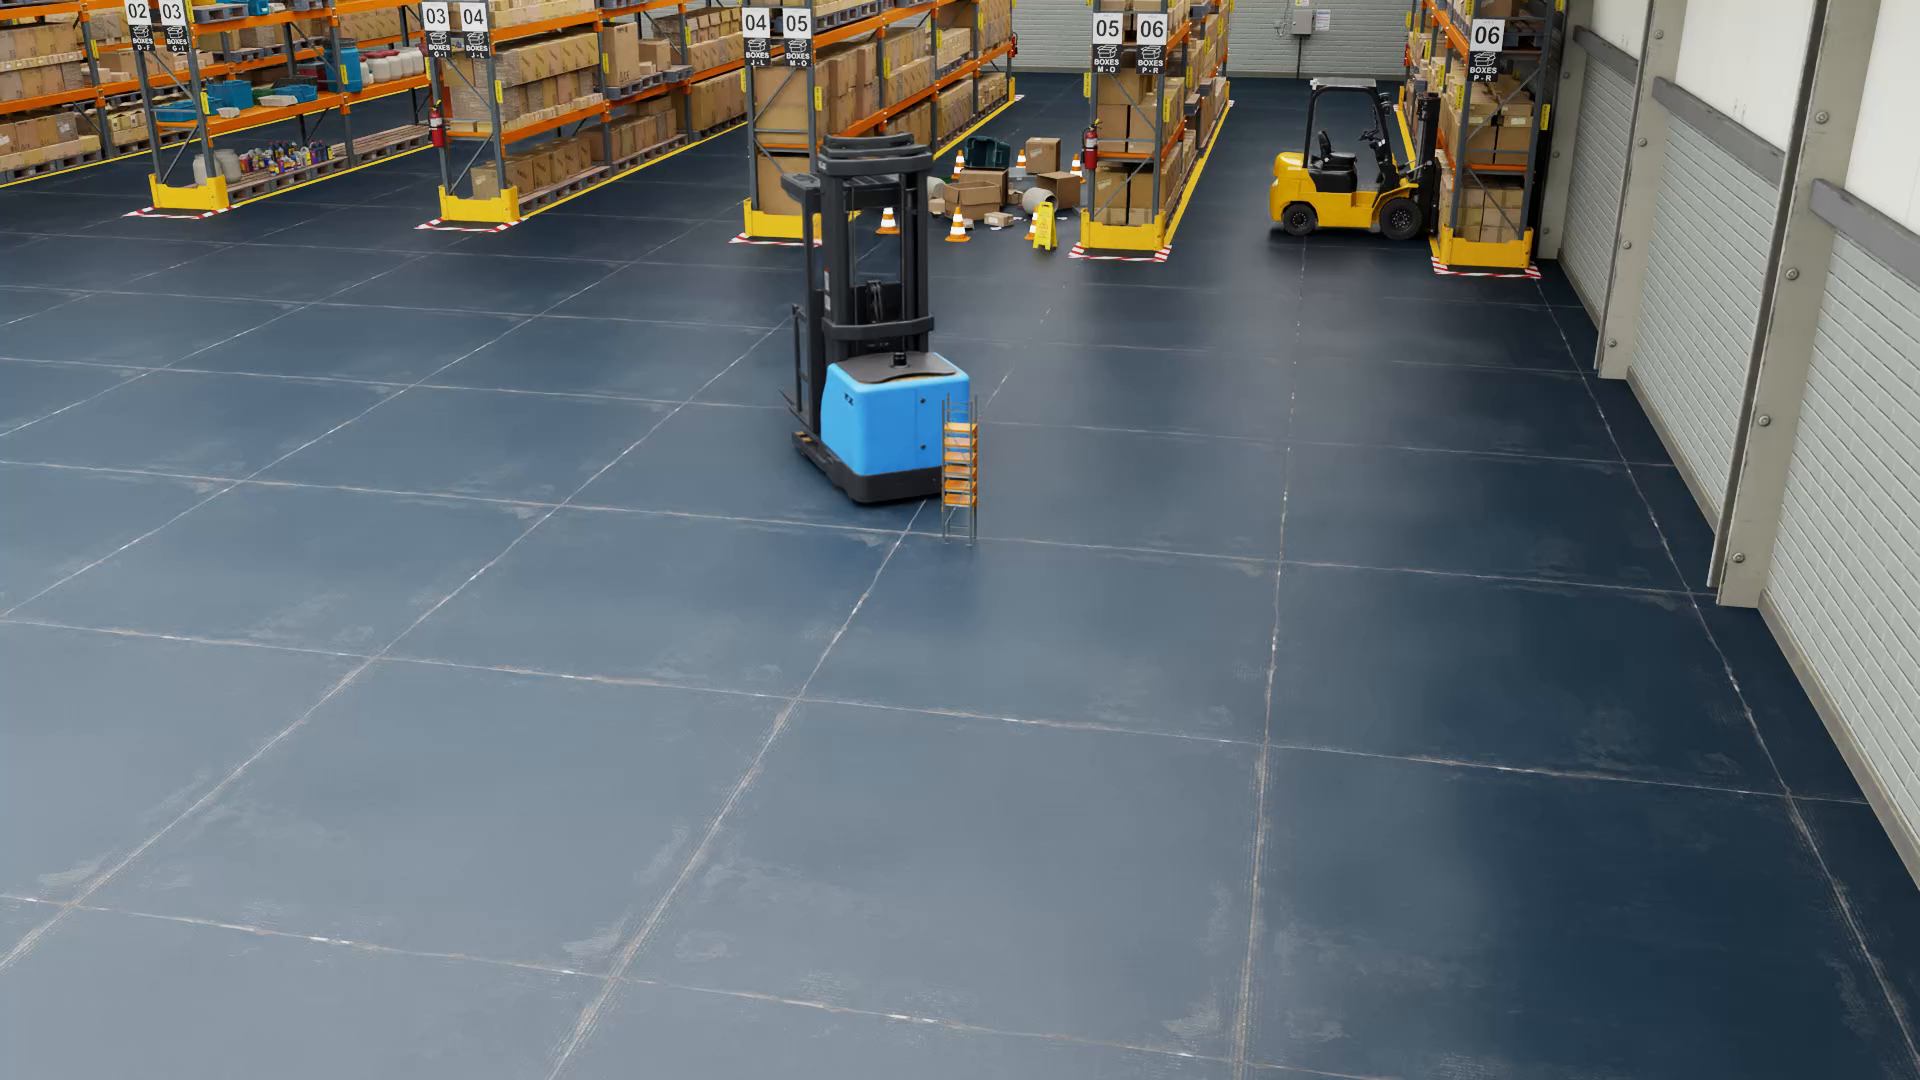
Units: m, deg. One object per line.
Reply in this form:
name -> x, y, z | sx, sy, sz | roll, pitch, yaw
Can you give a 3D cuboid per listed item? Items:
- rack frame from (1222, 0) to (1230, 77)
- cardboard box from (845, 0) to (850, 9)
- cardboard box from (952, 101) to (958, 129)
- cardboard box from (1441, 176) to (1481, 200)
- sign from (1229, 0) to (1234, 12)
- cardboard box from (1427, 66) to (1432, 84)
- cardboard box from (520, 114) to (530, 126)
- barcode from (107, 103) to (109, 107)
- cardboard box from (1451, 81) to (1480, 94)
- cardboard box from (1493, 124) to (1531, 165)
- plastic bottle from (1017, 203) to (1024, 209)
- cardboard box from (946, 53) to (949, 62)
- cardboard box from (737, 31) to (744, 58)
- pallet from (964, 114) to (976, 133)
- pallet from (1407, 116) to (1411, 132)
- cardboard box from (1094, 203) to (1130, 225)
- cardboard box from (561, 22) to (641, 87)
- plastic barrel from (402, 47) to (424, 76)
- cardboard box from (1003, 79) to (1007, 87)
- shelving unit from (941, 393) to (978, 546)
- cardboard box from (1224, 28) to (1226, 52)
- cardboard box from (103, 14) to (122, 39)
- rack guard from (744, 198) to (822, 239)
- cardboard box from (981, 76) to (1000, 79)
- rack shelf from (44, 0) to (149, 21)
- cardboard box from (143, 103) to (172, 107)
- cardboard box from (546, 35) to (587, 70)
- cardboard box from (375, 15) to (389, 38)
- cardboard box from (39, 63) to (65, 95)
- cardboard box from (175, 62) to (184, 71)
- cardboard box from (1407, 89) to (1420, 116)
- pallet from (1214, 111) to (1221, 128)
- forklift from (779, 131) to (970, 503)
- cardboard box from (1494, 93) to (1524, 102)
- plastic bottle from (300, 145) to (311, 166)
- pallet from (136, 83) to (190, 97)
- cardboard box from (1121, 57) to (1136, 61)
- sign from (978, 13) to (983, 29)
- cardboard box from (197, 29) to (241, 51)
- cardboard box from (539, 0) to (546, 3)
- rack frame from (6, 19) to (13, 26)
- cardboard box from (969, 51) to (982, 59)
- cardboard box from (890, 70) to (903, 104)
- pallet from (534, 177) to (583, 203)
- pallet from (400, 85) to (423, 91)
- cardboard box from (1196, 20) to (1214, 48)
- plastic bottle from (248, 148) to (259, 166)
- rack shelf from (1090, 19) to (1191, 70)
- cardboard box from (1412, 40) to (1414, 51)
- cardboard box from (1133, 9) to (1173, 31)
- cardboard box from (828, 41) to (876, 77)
rack frame -> 5.567, -11.408, 37.664 | 1.000, 3.000, 0.127 | 4, 22, 11
cardboard box -> -1.872, -8.068, 24.997 | 0.380, 0.149, 0.250 | 5, 22, 11
cardboard box -> -0.339, -8.469, 33.151 | 0.500, 0.500, 0.500 | 4, 22, 10
cardboard box -> 7.049, -4.942, 23.389 | 0.500, 0.250, 0.500 | 5, 22, 12
sign -> 6.095, -12.008, 37.288 | 0.100, 0.325, 0.005 | 4, 22, 11
cardboard box -> 8.440, -8.126, 29.046 | 0.500, 0.250, 0.500 | 4, 22, 11
cardboard box -> -6.942, -6.555, 25.950 | 0.380, 0.149, 0.250 | 4, 22, 11
barcode -> -15.821, -8.083, 30.879 | 0.001, 0.075, 0.075 | 4, 22, 11
cardboard box -> 7.435, -6.654, 24.459 | 0.380, 0.149, 0.250 | 4, 22, 10
cardboard box -> 7.535, -5.386, 22.577 | 0.500, 0.500, 0.500 | 5, 23, 13
plastic bottle -> 1.019, -5.327, 26.499 | 0.133, 0.061, 0.283 | 8, 23, 20
cardboard box -> -0.428, -9.442, 32.557 | 0.380, 0.149, 0.250 | 5, 23, 13
cardboard box -> -4.779, -10.555, 35.412 | 0.500, 0.500, 0.500 | 5, 22, 11
pallet -> -0.273, -8.707, 34.690 | 1.003, 0.211, 1.213 | 4, 22, 11
pallet -> 9.752, -8.525, 34.240 | 1.003, 0.211, 1.213 | 4, 22, 11
cardboard box -> 2.208, -4.801, 24.377 | 0.500, 0.250, 0.500 | 4, 22, 11
cardboard box -> -6.284, -8.528, 29.147 | 1.000, 1.000, 1.000 | 5, 22, 11
plastic barrel -> -10.617, -9.274, 32.217 | 0.421, 0.512, 0.421 | 0, 22, 0
cardboard box -> 0.872, -10.544, 38.374 | 0.380, 0.149, 0.250 | 4, 22, 9
shelving unit -> -0.003, -0.551, 13.116 | 0.258, 1.200, 0.189 | 4, 22, 11
cardboard box -> 5.515, -10.886, 36.235 | 0.500, 0.500, 0.500 | 5, 22, 12
cardboard box -> -19.440, -11.651, 37.710 | 0.500, 0.500, 0.500 | 5, 22, 11
rack guard -> -2.570, -4.728, 24.425 | 1.175, 0.500, 0.348 | 4, 22, 11
cardboard box -> 0.689, -10.402, 37.624 | 0.380, 0.149, 0.250 | 4, 22, 9
rack shelf -> -15.872, -10.320, 31.911 | 1.077, 0.370, 4.000 | 4, 22, 11
cardboard box -> -15.640, -8.405, 32.576 | 0.500, 0.311, 0.500 | 5, 22, 12
cardboard box -> -6.507, -8.054, 27.467 | 0.500, 0.500, 0.500 | 4, 22, 11
cardboard box -> -13.969, -12.225, 39.560 | 0.500, 0.500, 0.500 | 4, 22, 10
cardboard box -> -16.466, -8.221, 29.618 | 0.700, 0.500, 0.500 | 4, 22, 10
cardboard box -> -15.669, -9.407, 33.032 | 0.380, 0.149, 0.250 | 6, 23, 15
cardboard box -> 9.785, -9.160, 34.867 | 0.700, 0.500, 0.500 | 4, 22, 9
pallet -> 4.982, -8.924, 35.228 | 1.003, 0.211, 1.213 | 4, 22, 11
forklift -> -0.922, -2.190, 14.867 | 1.130, 2.935, 3.031 | -9, 23, -20
cardboard box -> 7.660, -6.150, 23.207 | 0.380, 0.149, 0.250 | 5, 23, 13
plastic bottle -> -11.386, -6.682, 28.886 | 0.144, 0.351, 0.185 | 4, 22, 11
pallet -> -19.267, -10.812, 39.917 | 1.003, 0.211, 1.213 | 4, 22, 11
cardboard box -> 2.306, -6.787, 24.320 | 0.700, 0.500, 0.500 | 4, 22, 10
sign -> 0.428, -10.781, 34.559 | 0.100, 0.325, 0.005 | 4, 22, 11
cardboard box -> -15.446, -10.474, 34.650 | 0.700, 0.500, 0.500 | -3, 22, -7
cardboard box -> -6.772, -8.566, 26.260 | 0.380, 0.149, 0.250 | 4, 22, 9
rack frame -> -20.315, -10.370, 35.088 | 1.000, 3.000, 0.127 | 4, 22, 11
cardboard box -> 0.262, -10.247, 35.119 | 0.380, 0.149, 0.250 | 5, 23, 13
cardboard box -> -1.275, -7.762, 28.479 | 0.500, 0.500, 0.500 | 5, 22, 11
pallet -> -6.933, -5.785, 27.436 | 1.003, 0.211, 1.213 | 4, 22, 11
pallet -> -14.009, -11.307, 41.146 | 1.003, 0.211, 1.213 | 4, 22, 11
cardboard box -> 4.593, -9.708, 31.972 | 0.500, 0.500, 0.500 | 5, 22, 12
plastic bottle -> -12.166, -6.571, 28.612 | 0.144, 0.351, 0.185 | 5, 23, 13
rack shelf -> 2.710, -7.345, 24.525 | 1.077, 0.370, 4.000 | 4, 22, 11
cardboard box -> 9.784, -10.395, 34.952 | 0.500, 0.250, 0.500 | 4, 22, 10
cardboard box -> 2.665, -7.180, 22.953 | 0.500, 0.250, 0.500 | 4, 22, 10
cardboard box -> -1.857, -7.798, 27.054 | 0.875, 0.550, 0.550 | 4, 22, 11
